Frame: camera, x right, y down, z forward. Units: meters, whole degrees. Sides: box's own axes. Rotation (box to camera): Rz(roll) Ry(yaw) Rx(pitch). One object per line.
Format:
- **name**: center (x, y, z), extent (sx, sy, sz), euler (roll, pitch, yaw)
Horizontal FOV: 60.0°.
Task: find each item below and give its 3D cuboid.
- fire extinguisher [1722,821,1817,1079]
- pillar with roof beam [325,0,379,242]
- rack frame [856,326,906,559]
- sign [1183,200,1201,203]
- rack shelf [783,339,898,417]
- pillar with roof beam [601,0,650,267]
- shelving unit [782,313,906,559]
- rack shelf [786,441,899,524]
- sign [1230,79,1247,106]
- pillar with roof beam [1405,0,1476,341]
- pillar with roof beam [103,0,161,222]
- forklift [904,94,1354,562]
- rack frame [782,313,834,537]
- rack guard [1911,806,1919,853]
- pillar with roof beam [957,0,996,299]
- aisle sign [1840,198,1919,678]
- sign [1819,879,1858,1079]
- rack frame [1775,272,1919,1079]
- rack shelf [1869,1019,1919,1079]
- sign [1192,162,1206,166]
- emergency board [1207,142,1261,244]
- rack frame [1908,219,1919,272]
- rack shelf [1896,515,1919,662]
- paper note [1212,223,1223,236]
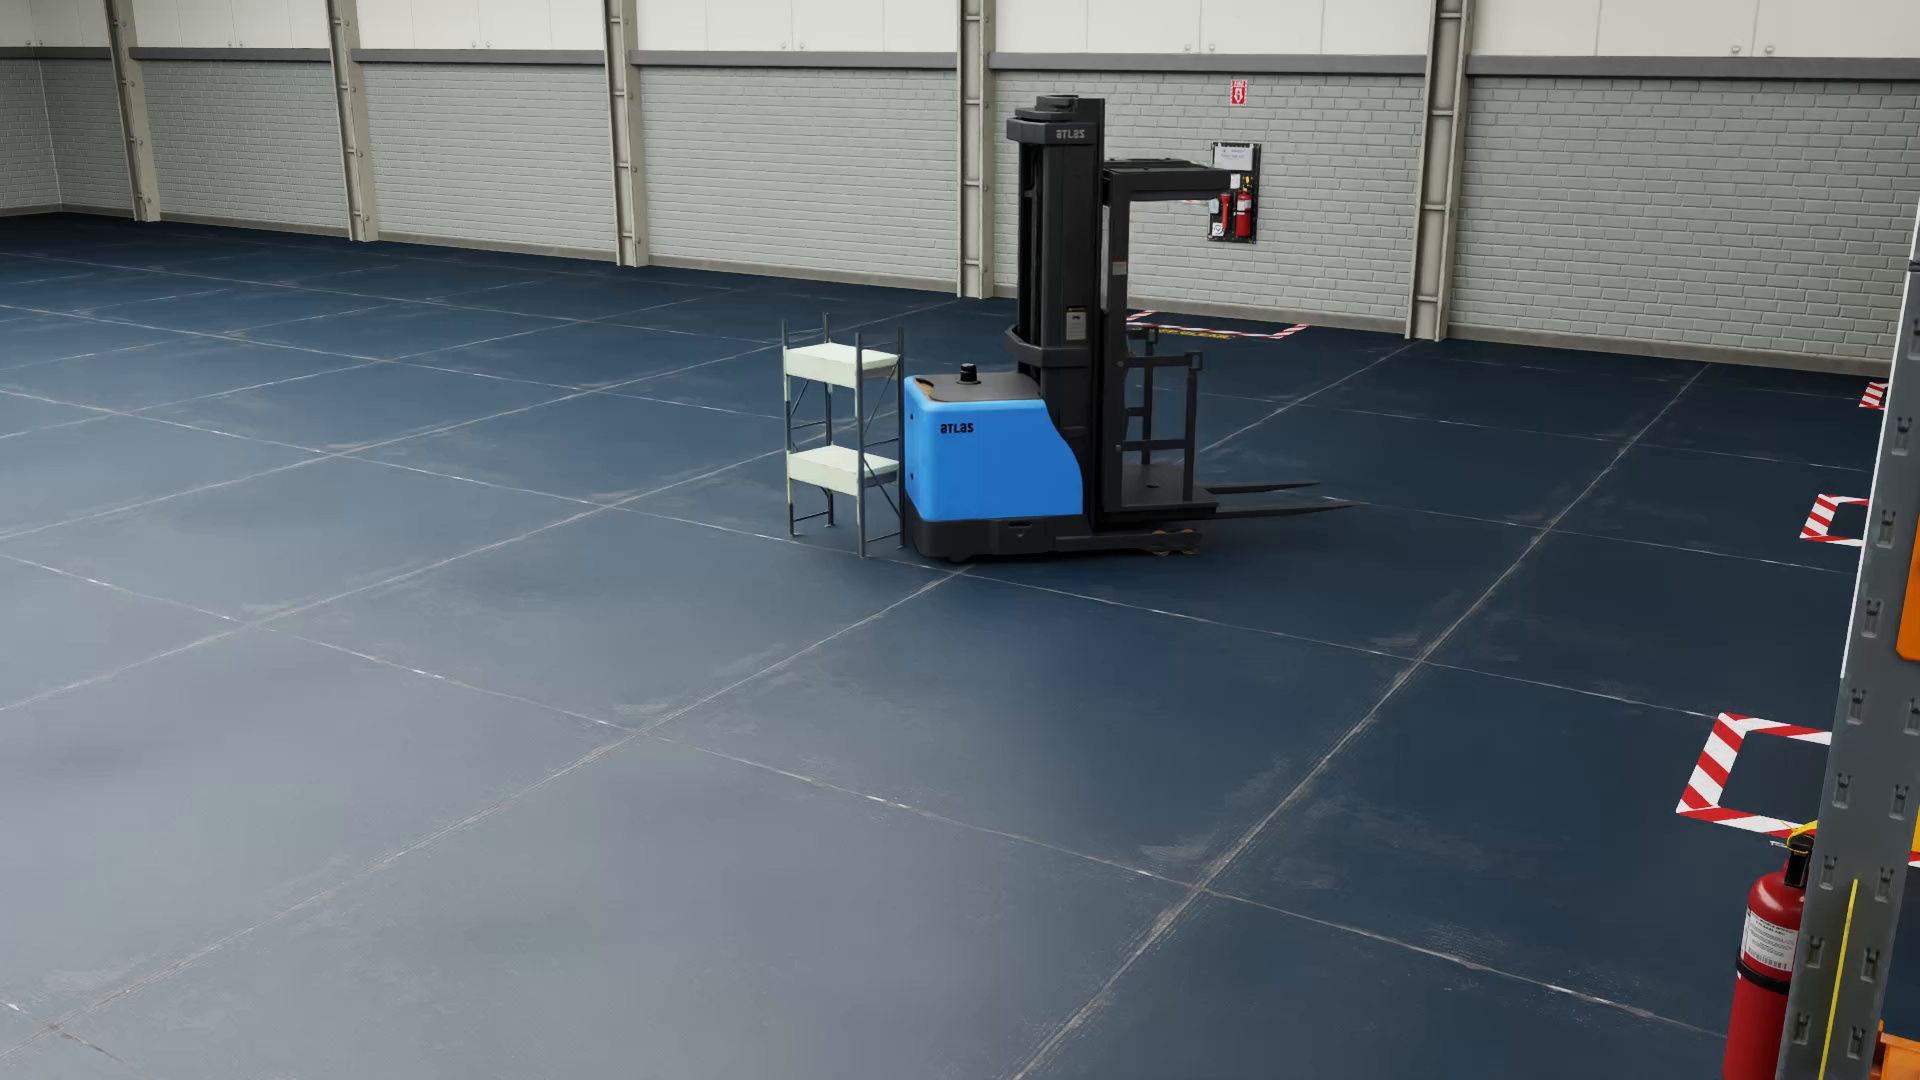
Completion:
- **fire extinguisher**: center (1.749, 0.861, 3.519), extent (0.183, 0.674, 0.296), euler (10, 20, 30)
- **pillar with roof beam**: center (-12.272, -8.287, 23.181), extent (0.400, 9.000, 9.100), euler (10, 20, 30)
- **rack frame**: center (-0.515, -0.633, 10.884), extent (0.023, 1.500, 0.400), euler (16, 23, 42)
- **sign**: center (2.816, -4.257, 20.174), extent (0.234, 0.329, 0.001), euler (10, 20, 30)
- **rack shelf**: center (-0.775, -1.081, 11.016), extent (0.720, 0.370, 0.431), euler (16, 23, 42)
- **pillar with roof beam**: center (-7.160, -7.375, 20.177), extent (0.400, 9.000, 9.100), euler (10, 20, 30)
- **shelving unit**: center (-0.775, -0.707, 11.129), extent (0.755, 1.500, 0.431), euler (16, 23, 42)
- **rack shelf**: center (-0.775, -0.395, 11.224), extent (0.720, 0.370, 0.431), euler (16, 23, 42)
- **sign**: center (3.278, -5.266, 19.567), extent (0.199, 0.298, 0.001), euler (10, 20, 30)
- **pillar with roof beam**: center (3.066, -5.550, 14.168), extent (0.400, 9.000, 9.100), euler (10, 20, 30)
- **pillar with roof beam**: center (-17.385, -9.200, 26.186), extent (0.400, 9.000, 9.100), euler (10, 20, 30)
- **forklift**: center (1.156, -1.444, 11.094), extent (3.031, 2.935, 1.130), euler (-3, 17, -10)
- **rack frame**: center (-1.036, -0.782, 11.375), extent (0.023, 1.500, 0.400), euler (16, 23, 42)
- **rack guard**: center (4.287, 0.925, 7.477), extent (0.348, 0.500, 1.175), euler (10, 20, 30)
- **pillar with roof beam**: center (-2.047, -6.462, 17.172), extent (0.400, 9.000, 9.100), euler (10, 20, 30)
- **aisle sign**: center (1.396, -0.223, 2.483), extent (0.004, 0.787, 0.394), euler (10, 20, 30)
- **sign**: center (1.322, 0.676, 2.506), extent (0.005, 0.325, 0.100), euler (10, 20, 30)
- **rack frame**: center (1.605, 0.956, 3.075), extent (0.127, 3.000, 1.000), euler (10, 20, 30)
- **rack shelf**: center (3.310, 1.604, 2.178), extent (4.000, 0.370, 1.077), euler (10, 20, 30)
- **sign**: center (2.815, -4.508, 20.088), extent (0.331, 0.109, 0.001), euler (10, 20, 30)
- **emergency board**: center (3.233, -4.131, 19.818), extent (0.643, 1.169, 0.194), euler (10, 20, 30)
- **rack frame**: center (1.605, -1.915, 2.203), extent (0.127, 3.000, 1.000), euler (10, 20, 30)
- **rack shelf**: center (3.310, 0.169, 1.742), extent (4.000, 0.370, 1.077), euler (10, 20, 30)
- **paper note**: center (3.118, -3.753, 20.091), extent (0.142, 0.148, 0.016), euler (10, 20, 30)
